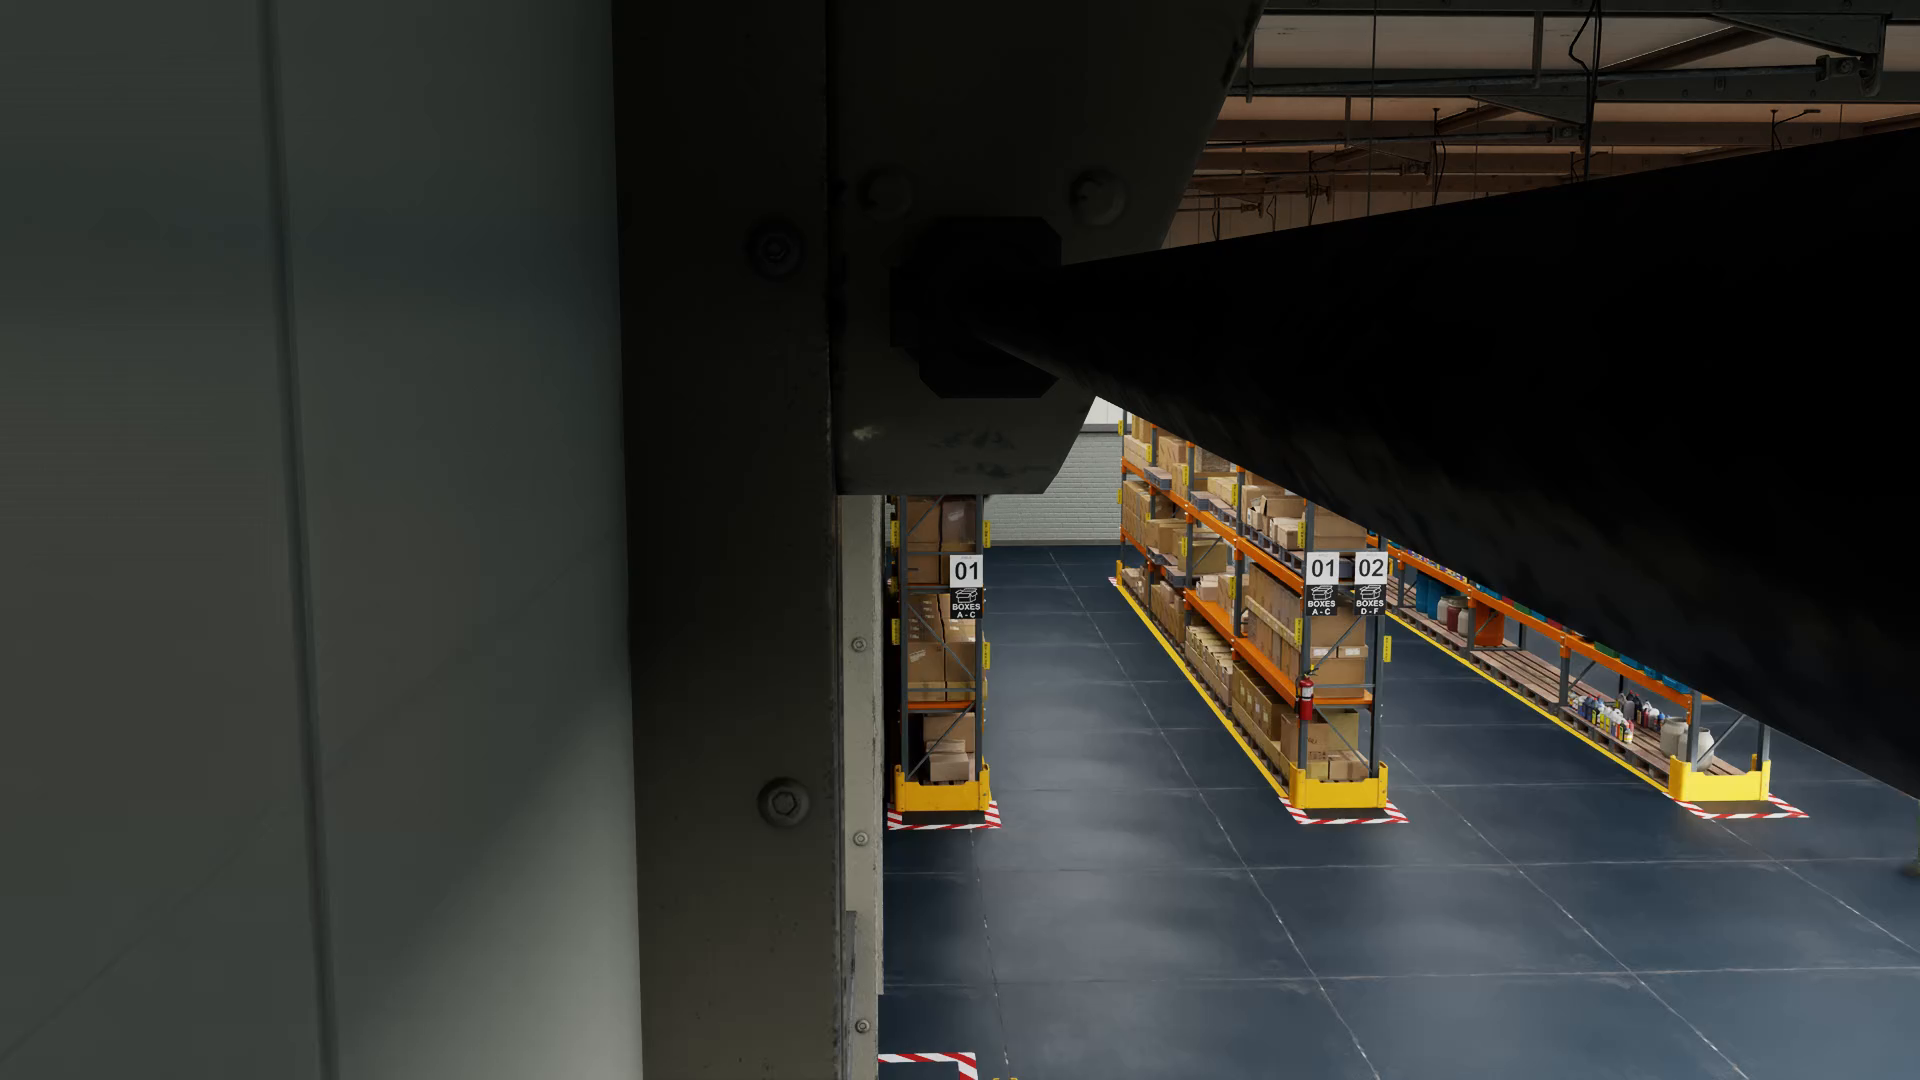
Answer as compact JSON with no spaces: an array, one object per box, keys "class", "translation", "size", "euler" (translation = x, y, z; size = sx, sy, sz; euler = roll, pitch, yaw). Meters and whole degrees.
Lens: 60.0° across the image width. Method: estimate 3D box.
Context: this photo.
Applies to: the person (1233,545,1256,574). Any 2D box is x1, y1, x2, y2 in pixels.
[{"class":"person","translation":[6.004,0.374,34.469],"size":[0.732,1.736,0.898],"euler":[0,8,1]}]
